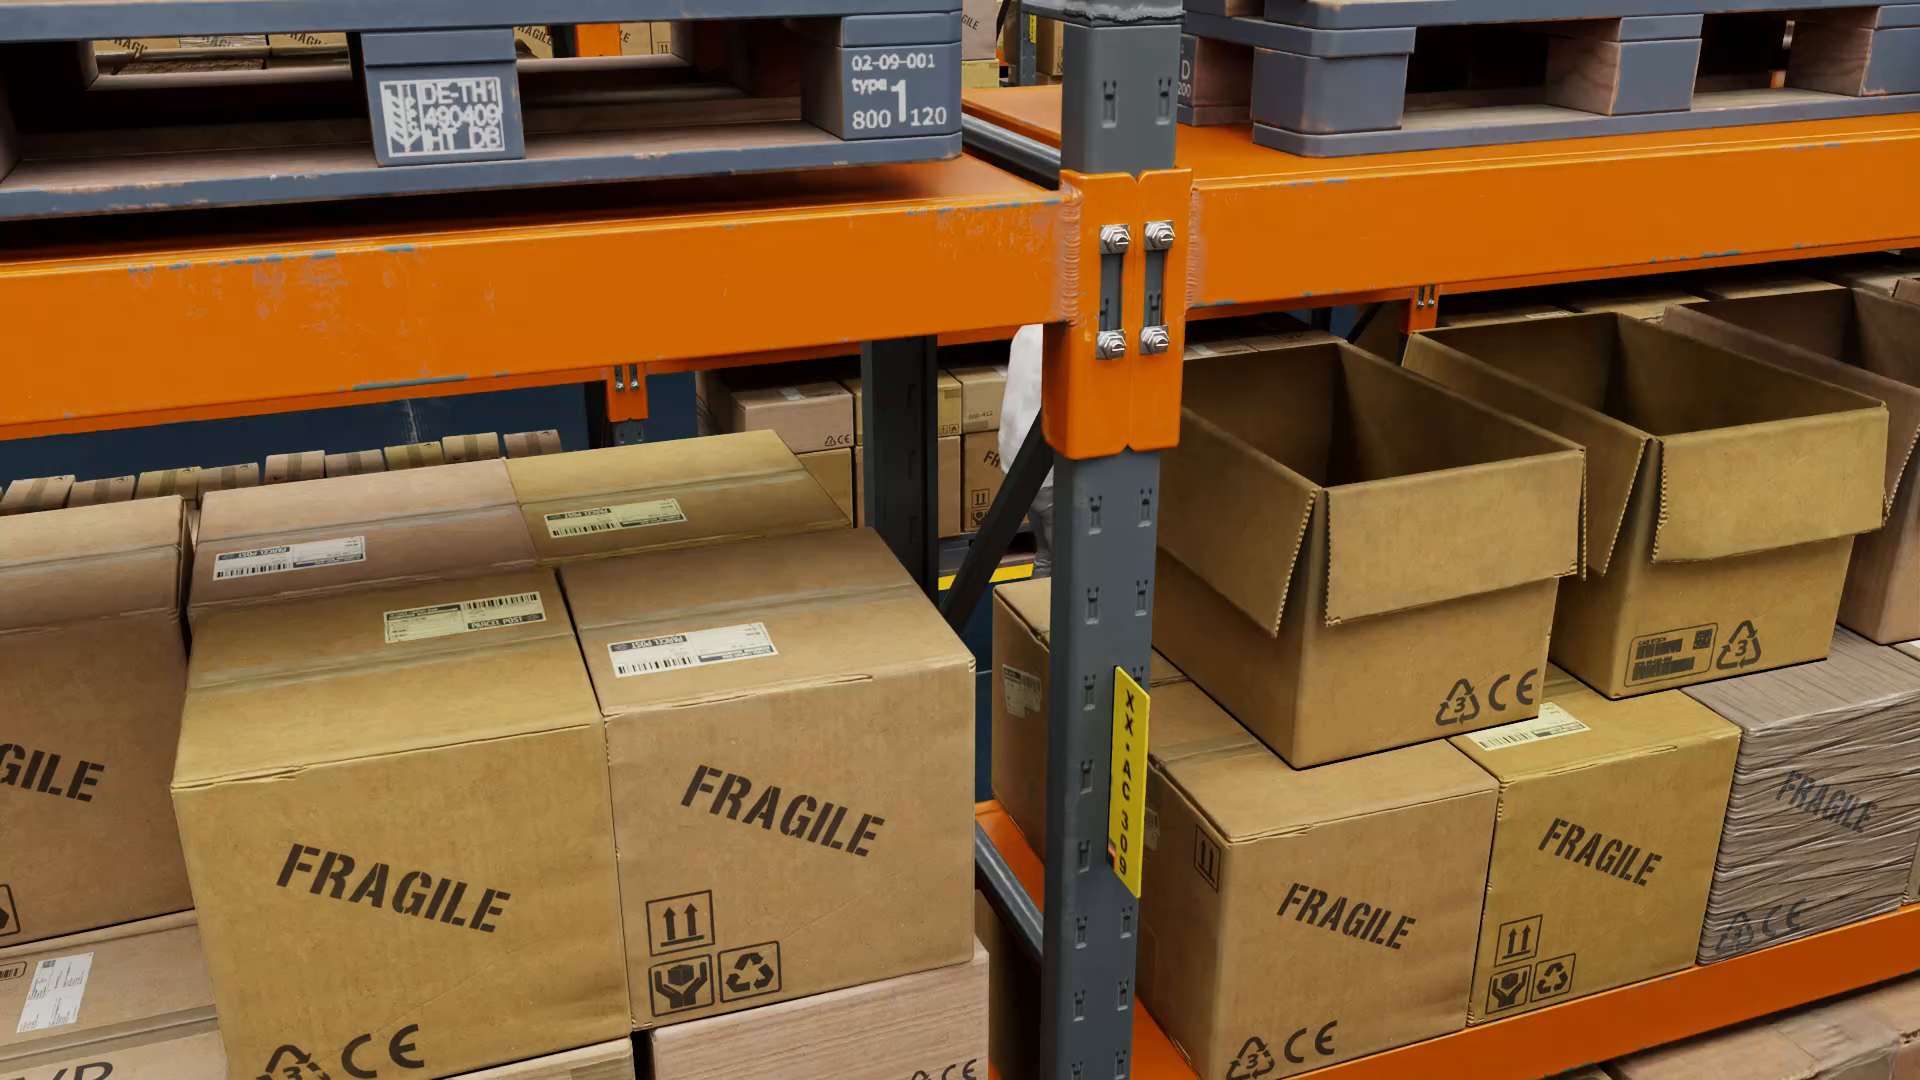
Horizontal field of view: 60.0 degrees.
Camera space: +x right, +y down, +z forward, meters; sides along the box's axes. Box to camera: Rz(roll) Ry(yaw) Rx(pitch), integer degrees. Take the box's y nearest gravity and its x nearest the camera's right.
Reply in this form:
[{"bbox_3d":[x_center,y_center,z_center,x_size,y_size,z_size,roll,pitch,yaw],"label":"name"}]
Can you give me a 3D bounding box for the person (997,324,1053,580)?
[{"bbox_3d":[0.399,-0.291,6.765,0.466,1.770,0.580,-8,24,-19],"label":"person"}]
